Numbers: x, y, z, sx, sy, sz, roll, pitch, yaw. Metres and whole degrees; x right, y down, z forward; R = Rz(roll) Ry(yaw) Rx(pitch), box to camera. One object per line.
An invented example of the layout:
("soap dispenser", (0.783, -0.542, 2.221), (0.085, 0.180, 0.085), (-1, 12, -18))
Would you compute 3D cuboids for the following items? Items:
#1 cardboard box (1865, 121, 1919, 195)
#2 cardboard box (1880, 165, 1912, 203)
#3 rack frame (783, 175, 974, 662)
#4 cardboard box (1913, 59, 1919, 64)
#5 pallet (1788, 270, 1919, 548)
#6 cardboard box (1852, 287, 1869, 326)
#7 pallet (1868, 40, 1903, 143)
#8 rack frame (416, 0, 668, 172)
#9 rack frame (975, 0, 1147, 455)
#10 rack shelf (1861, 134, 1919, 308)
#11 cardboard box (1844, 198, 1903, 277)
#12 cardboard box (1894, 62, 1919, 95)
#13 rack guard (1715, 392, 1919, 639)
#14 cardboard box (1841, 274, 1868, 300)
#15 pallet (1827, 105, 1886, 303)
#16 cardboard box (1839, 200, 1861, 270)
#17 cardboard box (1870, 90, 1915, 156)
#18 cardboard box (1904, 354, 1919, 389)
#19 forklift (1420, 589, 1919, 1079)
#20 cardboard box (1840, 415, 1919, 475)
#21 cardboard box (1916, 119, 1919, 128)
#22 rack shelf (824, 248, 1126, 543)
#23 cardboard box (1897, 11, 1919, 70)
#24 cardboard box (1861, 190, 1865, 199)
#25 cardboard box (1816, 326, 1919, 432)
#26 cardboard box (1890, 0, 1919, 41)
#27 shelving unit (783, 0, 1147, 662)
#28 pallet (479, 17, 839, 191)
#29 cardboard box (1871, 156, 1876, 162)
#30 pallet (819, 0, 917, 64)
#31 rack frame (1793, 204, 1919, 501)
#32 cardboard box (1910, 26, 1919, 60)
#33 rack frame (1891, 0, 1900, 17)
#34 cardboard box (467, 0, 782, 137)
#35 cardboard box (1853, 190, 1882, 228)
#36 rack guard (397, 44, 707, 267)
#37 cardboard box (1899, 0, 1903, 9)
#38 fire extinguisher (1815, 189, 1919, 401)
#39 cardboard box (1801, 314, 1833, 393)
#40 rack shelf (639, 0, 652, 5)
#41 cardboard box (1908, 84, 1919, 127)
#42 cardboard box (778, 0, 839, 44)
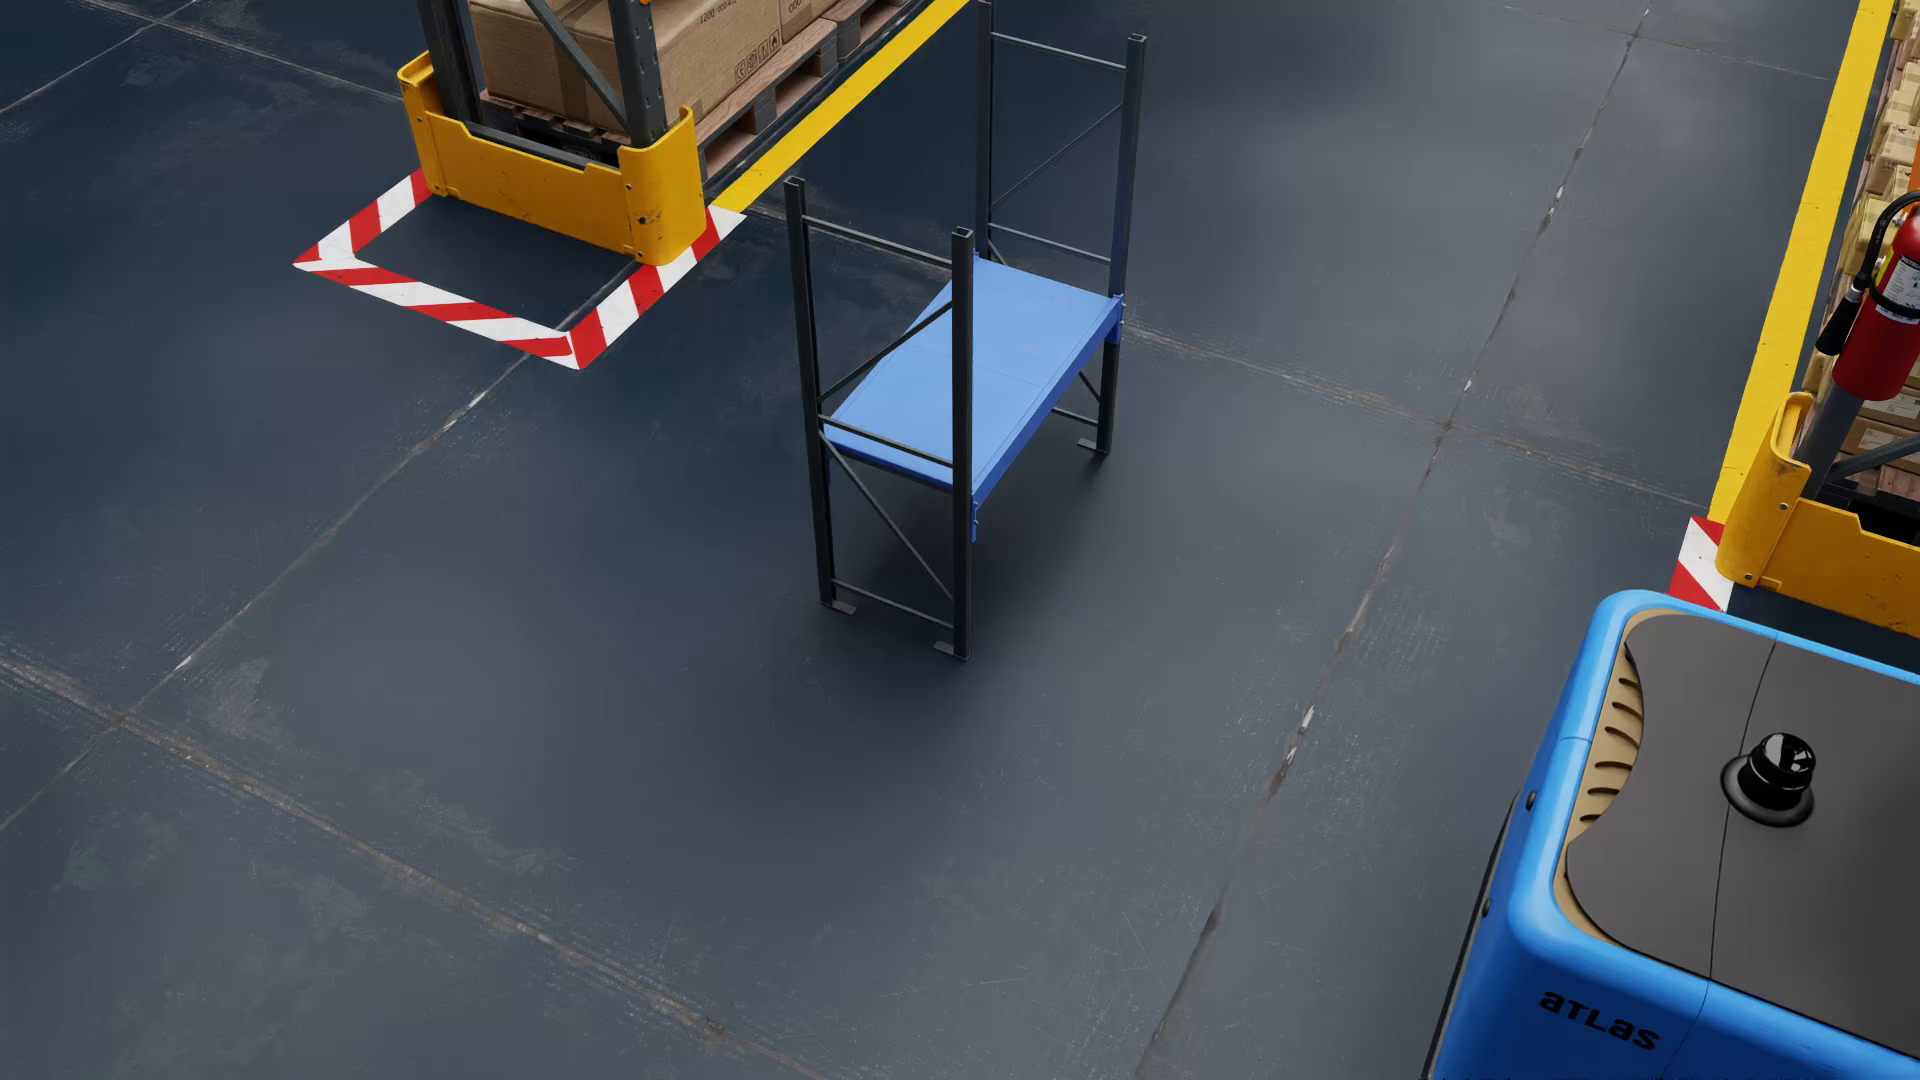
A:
("cardboard box", (3.336, -1.261, 5.678), (0.380, 0.149, 0.250), (22, 49, 20))
("cardboard box", (3.260, -1.073, 5.492), (0.380, 0.149, 0.250), (19, 48, 18))
("rack frame", (-0.196, -0.261, 4.453), (0.500, 1.500, 0.032), (20, 49, 19))
("cardboard box", (4.024, -1.839, 6.668), (0.380, 0.149, 0.250), (19, 48, 18))
("pallet", (3.331, -0.382, 5.480), (1.003, 0.211, 1.213), (20, 49, 19))
("cardboard box", (3.049, -0.638, 5.272), (0.380, 0.149, 0.250), (19, 48, 18))
("pallet", (4.464, -1.920, 6.999), (1.003, 0.211, 1.213), (20, 49, 19))
("rack frame", (-1.544, -2.385, 5.499), (1.000, 3.000, 0.127), (20, 49, 19))
("rack frame", (0.276, -0.901, 5.086), (0.500, 1.500, 0.032), (20, 49, 19))
("rack shelf", (3.816, -1.822, 5.447), (1.077, 0.370, 4.000), (20, 49, 19))
("cardboard box", (3.084, -0.931, 5.352), (0.380, 0.149, 0.250), (19, 48, 18))
("cardboard box", (3.724, -1.635, 6.257), (0.380, 0.149, 0.250), (20, 49, 19))
("rack guard", (2.923, 0.016, 4.883), (1.175, 0.500, 0.348), (20, 49, 19))
("cardboard box", (3.119, -0.819, 5.451), (0.380, 0.149, 0.250), (19, 48, 17))
("pallet", (3.899, -1.148, 6.236), (1.003, 0.211, 1.213), (20, 49, 19))
("cardboard box", (3.342, -1.035, 5.873), (0.380, 0.149, 0.250), (18, 48, 17))
("cardboard box", (3.587, -1.488, 6.112), (0.380, 0.149, 0.250), (21, 49, 19))
("cardboard box", (2.909, -0.586, 5.012), (0.380, 0.149, 0.250), (21, 49, 19))
("forklift", (2.562, 0.583, 2.613), (3.031, 2.935, 1.130), (19, 48, 18))
("cardboard box", (2.947, -0.361, 5.207), (0.380, 0.149, 0.250), (21, 49, 20))
("cardboard box", (3.556, -1.390, 5.806), (0.380, 0.149, 0.250), (19, 48, 18))
("rack shelf", (0.040, -0.455, 4.898), (0.538, 0.185, 1.000), (20, 49, 19))
("cardboard box", (4.098, -2.015, 6.842), (0.380, 0.149, 0.250), (20, 49, 19))
("cardboard box", (3.486, -1.201, 6.037), (0.380, 0.149, 0.250), (21, 49, 20))
("cardboard box", (2.880, -0.491, 5.127), (0.380, 0.149, 0.250), (19, 48, 18))
("cardboard box", (4.167, -2.189, 7.014), (0.380, 0.149, 0.250), (22, 49, 20))
("shelving unit", (0.040, -0.581, 4.770), (0.538, 1.500, 1.048), (20, 49, 19))
("pallet", (-1.242, -1.935, 7.014), (1.003, 0.211, 1.213), (20, 49, 19))
("cardboard box", (3.724, -1.526, 6.358), (0.380, 0.149, 0.250), (19, 48, 18))
("pallet", (-0.675, -2.700, 7.770), (1.003, 0.211, 1.213), (20, 49, 19))
("rack frame", (2.887, -0.815, 3.946), (1.000, 3.000, 0.127), (20, 49, 19))
("cardboard box", (3.855, -1.906, 6.315), (0.380, 0.149, 0.250), (21, 49, 20))
("rack frame", (4.744, -3.335, 6.437), (1.000, 3.000, 0.127), (20, 49, 19))
("cardboard box", (-1.326, -2.081, 6.704), (0.875, 0.438, 0.875), (19, 48, 18))
("cardboard box", (3.348, -1.150, 5.778), (0.380, 0.149, 0.250), (21, 49, 20))
("rack guard", (-1.555, -1.492, 6.373), (1.175, 0.500, 0.348), (20, 49, 19))
("cardboard box", (4.291, -2.357, 7.179), (0.380, 0.149, 0.250), (18, 48, 17))
("fire extinguisher", (2.362, -0.650, 4.100), (0.296, 0.674, 0.183), (20, 49, 19))
("cardboard box", (2.977, -0.556, 5.400), (0.380, 0.149, 0.250), (22, 49, 20))
("rack shelf", (-0.615, -3.392, 7.000), (1.077, 0.370, 4.000), (20, 49, 19))
("cardboard box", (3.653, -1.565, 5.978), (0.380, 0.149, 0.250), (21, 49, 19))
("cardboard box", (-0.909, -2.660, 7.277), (0.875, 0.438, 0.875), (22, 49, 20))
